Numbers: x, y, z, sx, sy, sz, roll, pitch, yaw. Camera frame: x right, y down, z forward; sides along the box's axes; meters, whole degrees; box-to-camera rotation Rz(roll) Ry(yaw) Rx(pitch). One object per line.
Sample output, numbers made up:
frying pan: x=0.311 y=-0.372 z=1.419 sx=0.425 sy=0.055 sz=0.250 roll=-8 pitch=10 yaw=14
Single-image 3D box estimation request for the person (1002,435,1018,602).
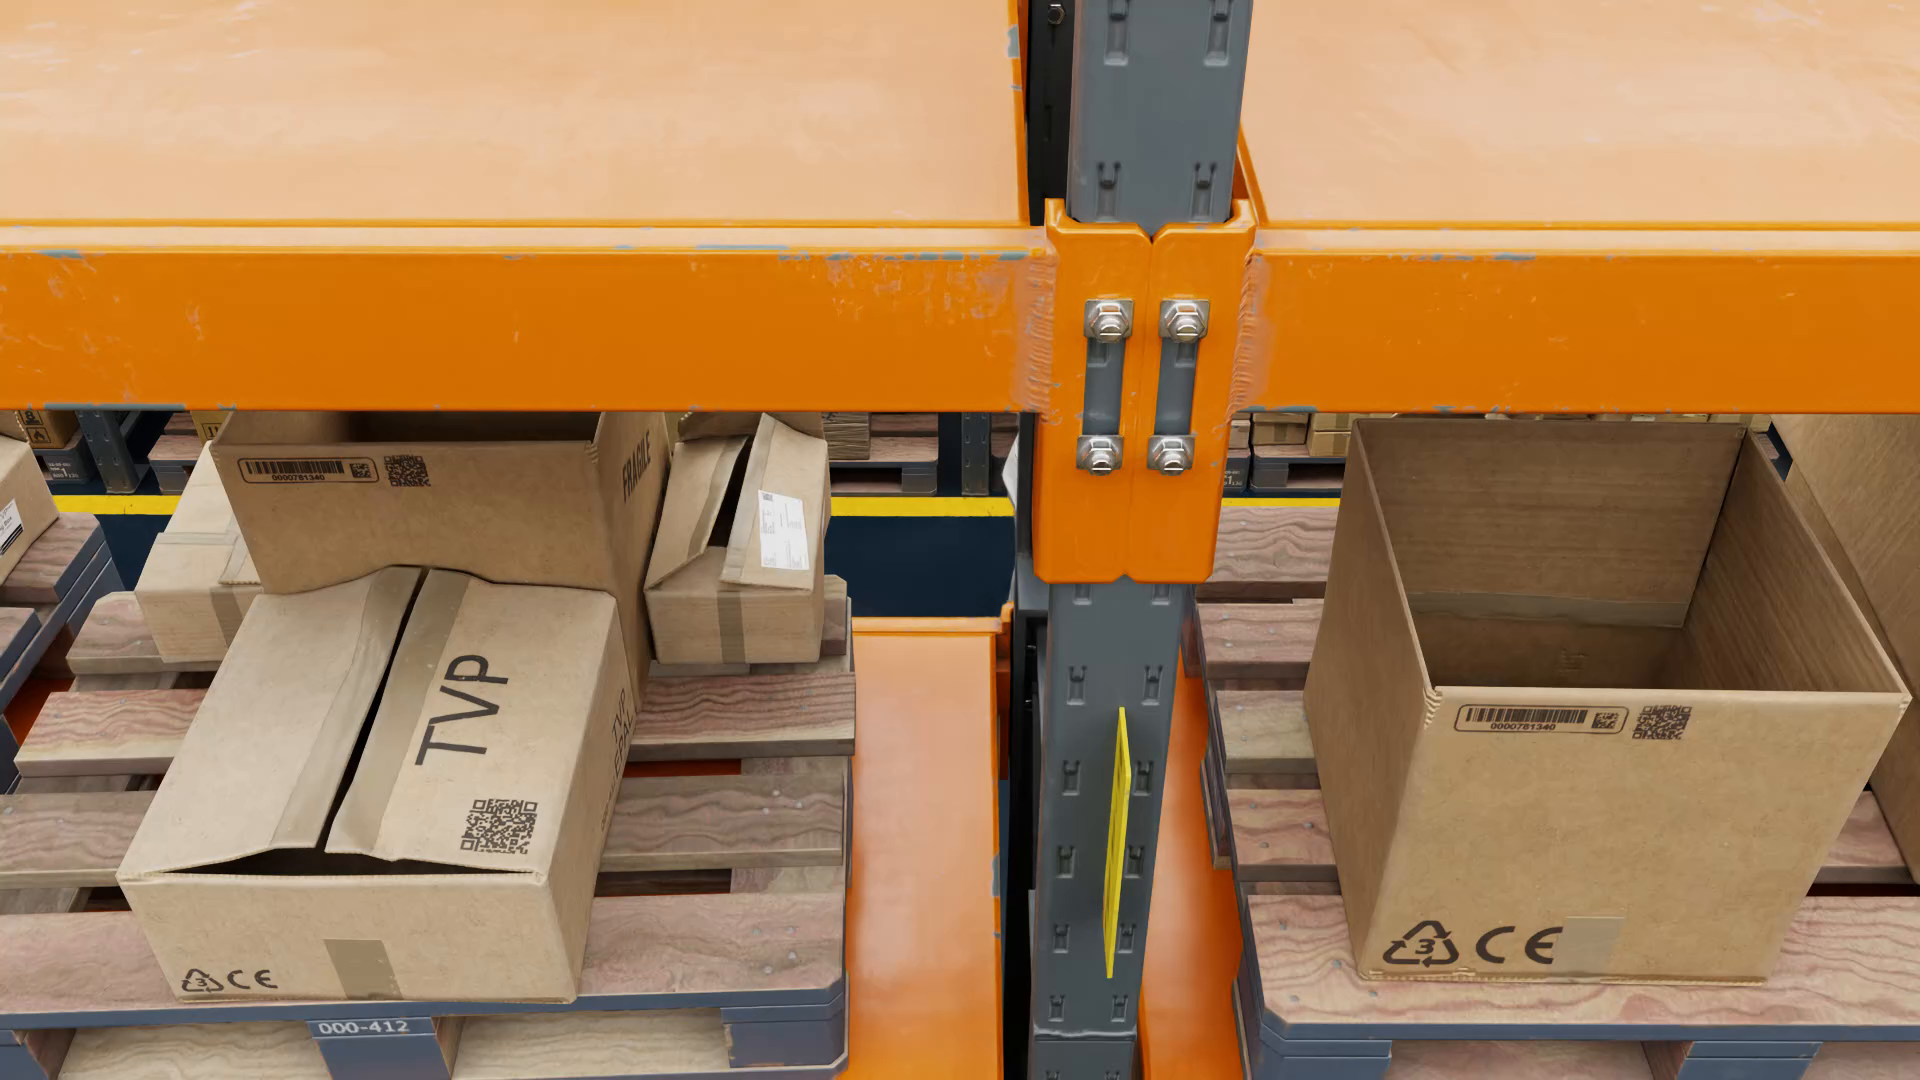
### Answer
person: x=0.377 y=-0.148 z=6.345 sx=0.408 sy=1.811 sz=0.579 roll=-9 pitch=40 yaw=-11
